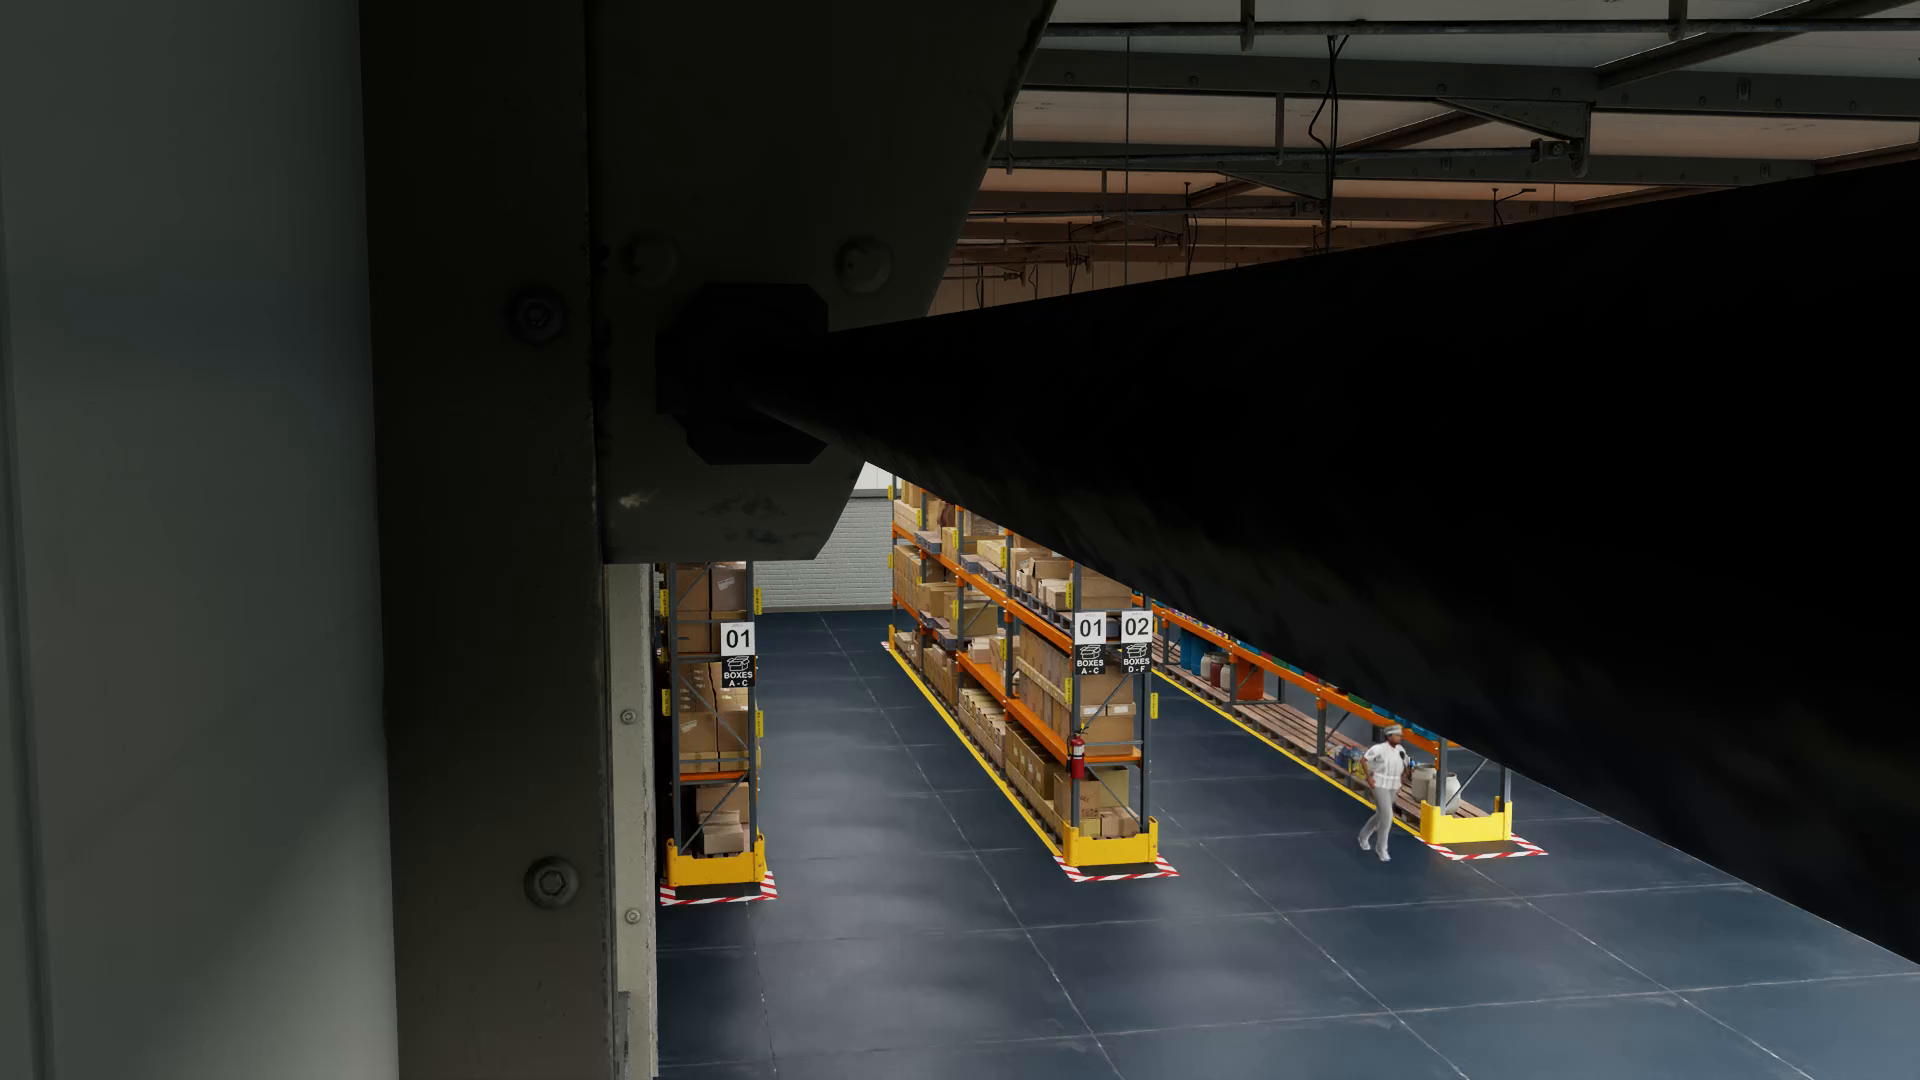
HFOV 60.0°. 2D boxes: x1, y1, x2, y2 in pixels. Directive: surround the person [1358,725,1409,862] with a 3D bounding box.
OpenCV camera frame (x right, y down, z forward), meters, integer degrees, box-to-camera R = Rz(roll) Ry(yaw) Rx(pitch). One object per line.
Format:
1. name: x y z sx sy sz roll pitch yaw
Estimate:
1. person: 5.462 3.214 21.371 0.567 1.720 0.700 -4 7 -30
